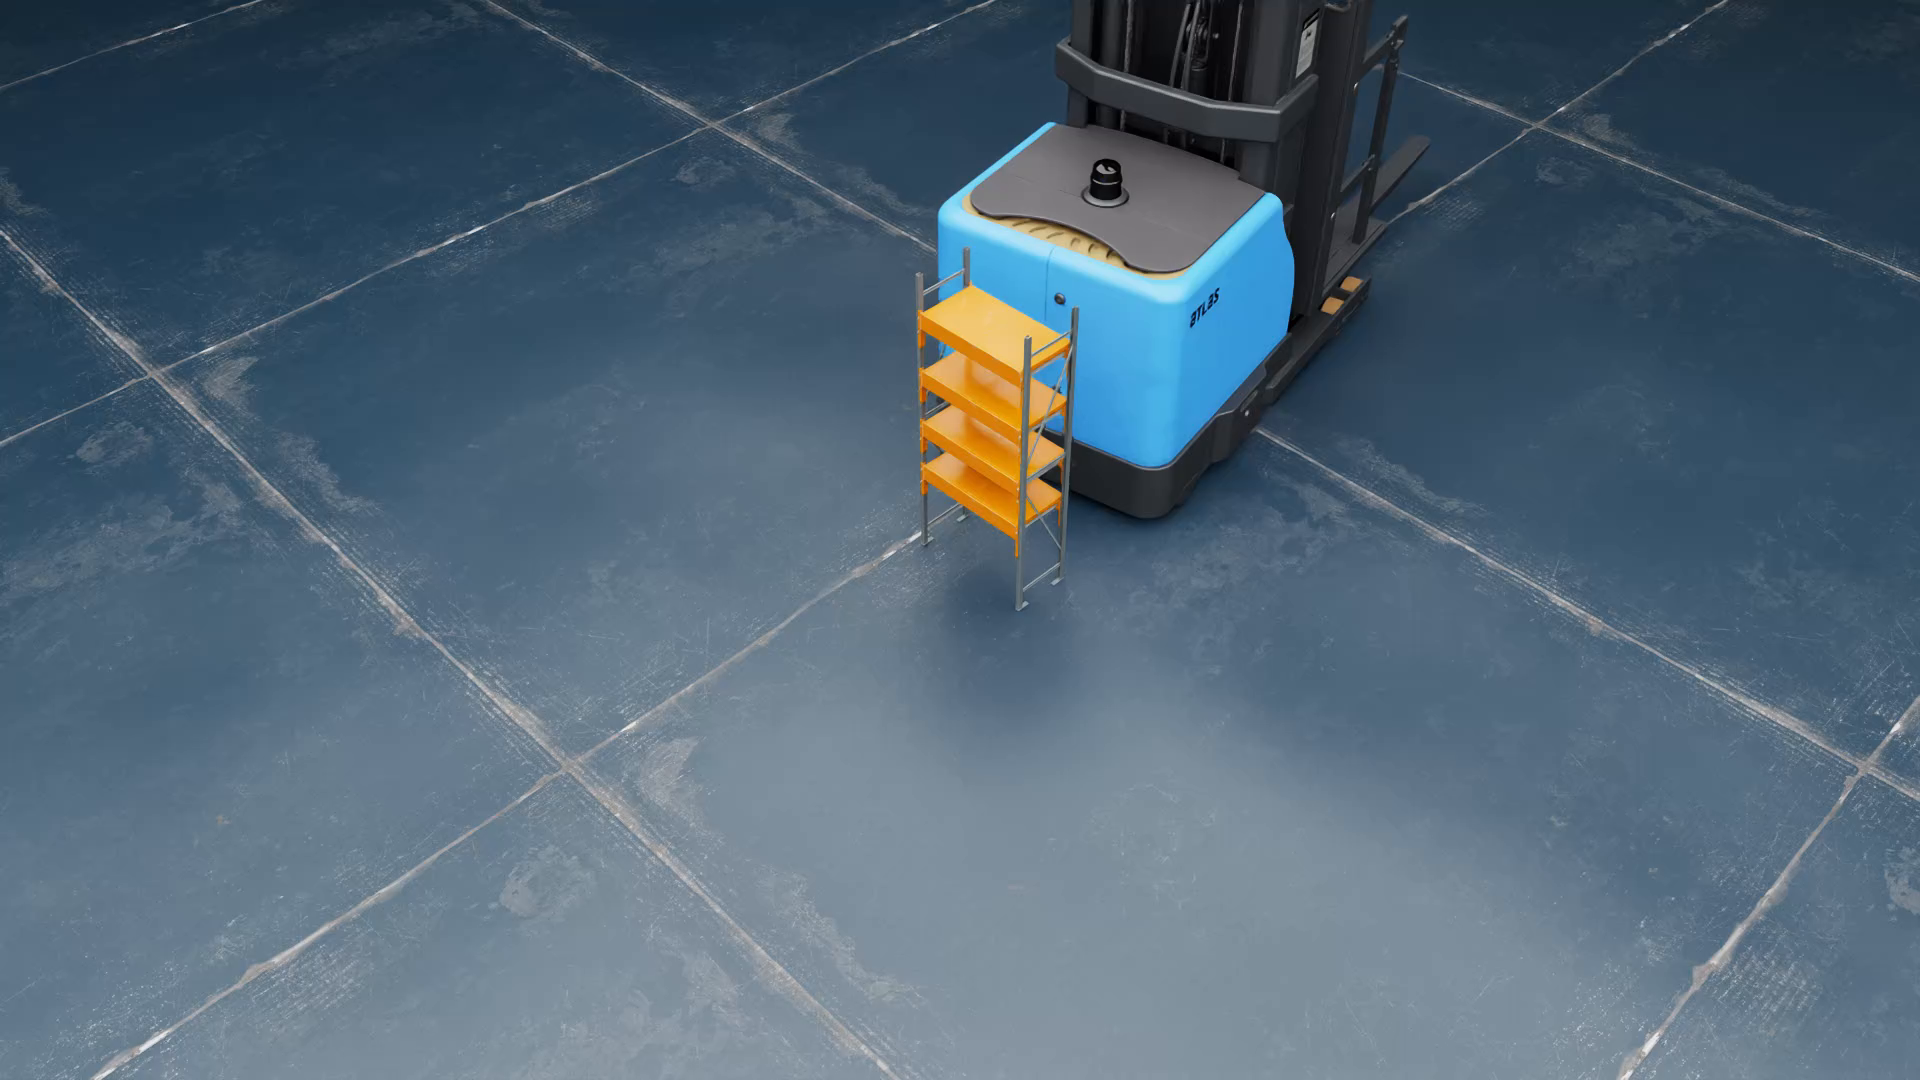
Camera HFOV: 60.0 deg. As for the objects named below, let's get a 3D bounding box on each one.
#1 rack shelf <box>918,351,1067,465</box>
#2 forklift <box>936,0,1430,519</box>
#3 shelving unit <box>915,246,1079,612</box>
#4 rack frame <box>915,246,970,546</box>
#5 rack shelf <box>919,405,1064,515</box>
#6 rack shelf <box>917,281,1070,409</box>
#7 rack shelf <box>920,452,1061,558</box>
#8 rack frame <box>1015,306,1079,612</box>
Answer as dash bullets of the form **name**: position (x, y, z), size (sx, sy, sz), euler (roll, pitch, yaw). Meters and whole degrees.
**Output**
- **rack shelf**: position (0.117, -0.476, 5.651), size (0.258, 0.148, 0.480), euler (-34, 53, -31)
- **forklift**: position (1.144, -2.125, 6.390), size (1.130, 2.935, 3.031), euler (25, 48, 24)
- **shelving unit**: position (0.117, -0.361, 5.757), size (0.258, 1.200, 0.503), euler (-34, 53, -31)
- **rack frame**: position (-0.055, -0.478, 5.884), size (0.240, 1.200, 0.015), euler (-34, 53, -31)
- **rack shelf**: position (0.117, -0.312, 5.802), size (0.258, 0.148, 0.480), euler (-34, 53, -31)
- **rack shelf**: position (0.117, -0.650, 5.490), size (0.258, 0.148, 0.480), euler (-34, 53, -31)
- **rack shelf**: position (0.117, -0.166, 5.937), size (0.258, 0.148, 0.480), euler (-34, 53, -31)
- **rack frame**: position (0.289, -0.244, 5.630), size (0.240, 1.200, 0.015), euler (-34, 53, -31)
